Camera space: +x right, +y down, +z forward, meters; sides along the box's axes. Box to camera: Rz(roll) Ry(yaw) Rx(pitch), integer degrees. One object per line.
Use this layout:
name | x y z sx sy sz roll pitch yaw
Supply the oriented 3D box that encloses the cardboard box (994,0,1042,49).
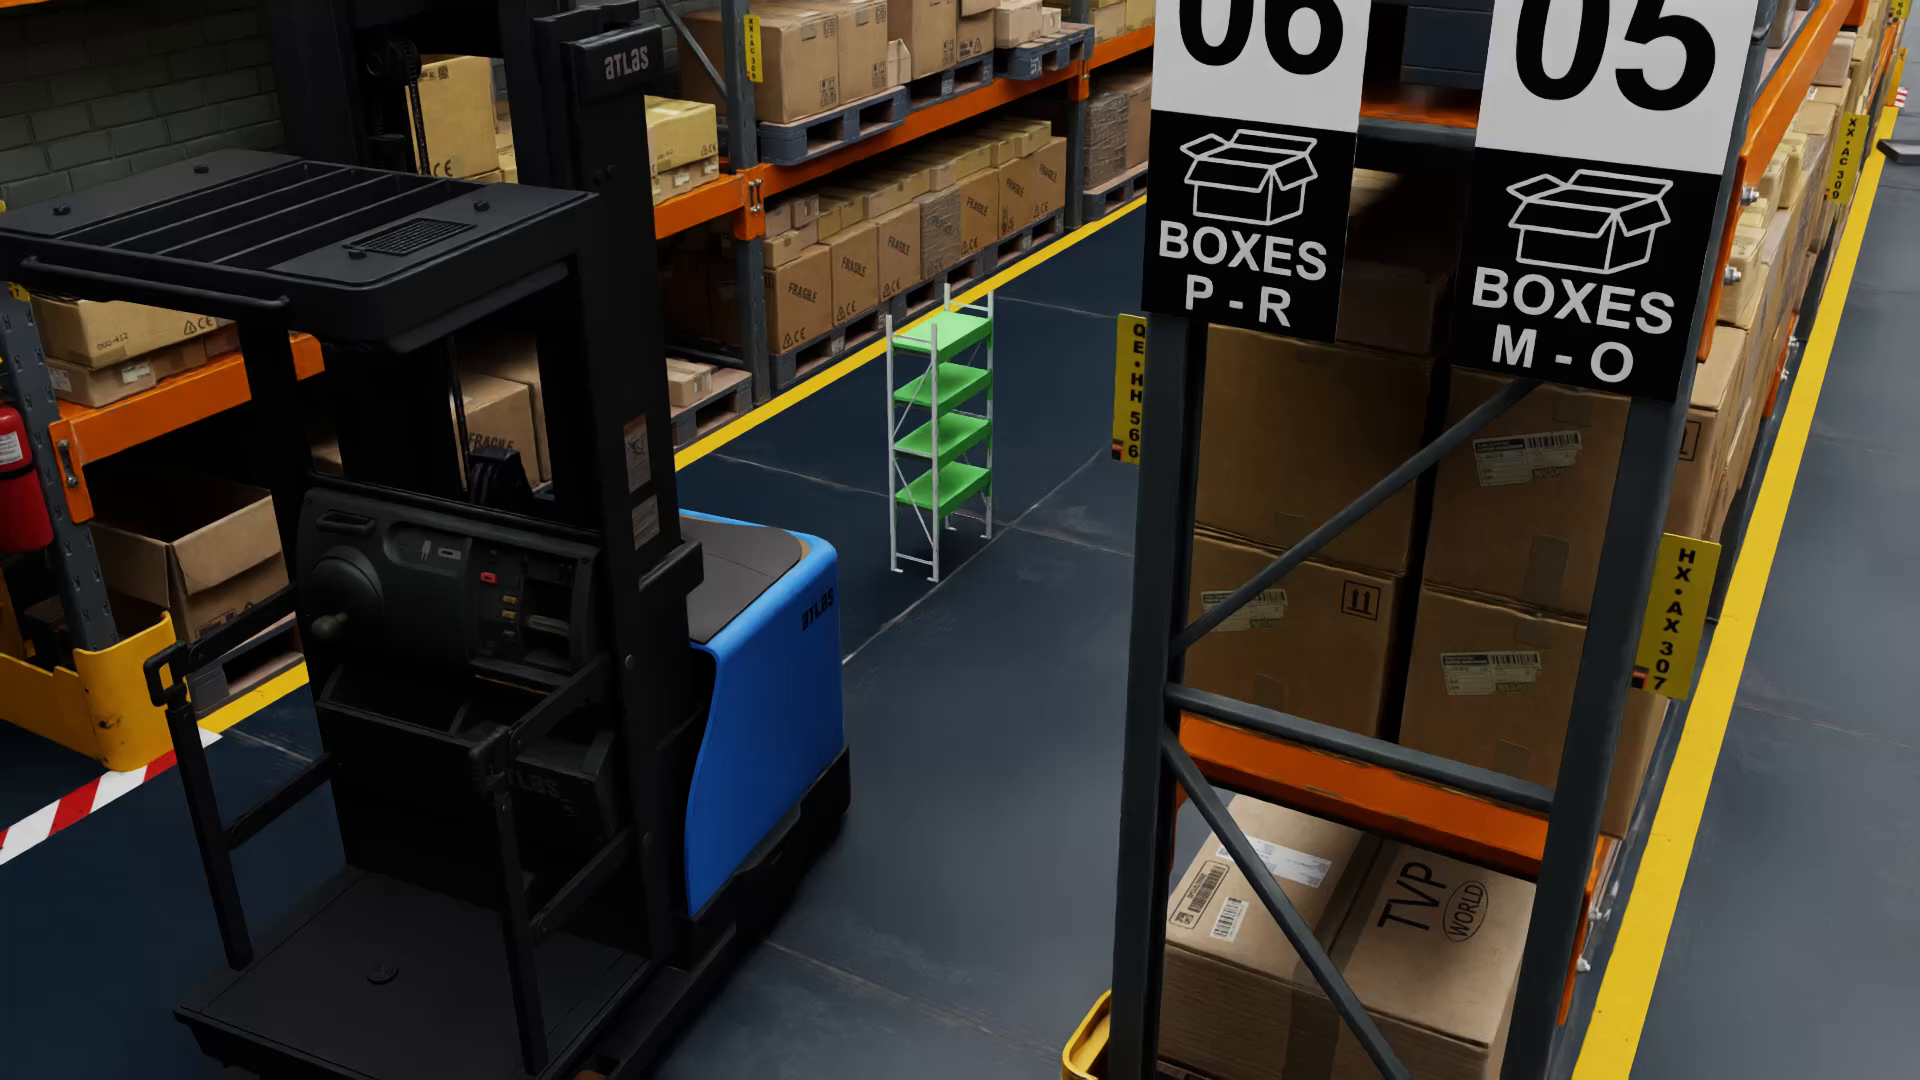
cardboard box | 0.209 -3.406 10.902 0.500 0.250 0.500 13 29 24

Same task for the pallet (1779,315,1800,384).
pallet | 4.316 -1.139 9.789 1.003 0.211 1.213 14 30 26

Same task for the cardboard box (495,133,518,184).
cardboard box | -2.051 -1.633 7.496 0.500 0.250 0.500 14 30 26

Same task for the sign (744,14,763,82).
sign | -1.046 -2.480 8.385 0.100 0.325 0.005 14 30 26

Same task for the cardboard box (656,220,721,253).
cardboard box | -1.592 -1.776 9.545 0.380 0.149 0.250 13 29 24

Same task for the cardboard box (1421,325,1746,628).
cardboard box | 1.318 -0.175 3.519 0.500 0.500 0.500 13 30 25

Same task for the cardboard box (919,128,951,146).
cardboard box | -0.289 -2.781 11.553 0.380 0.149 0.250 15 30 27

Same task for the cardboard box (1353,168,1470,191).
cardboard box | 1.153 -0.837 4.117 0.380 0.149 0.250 15 30 27

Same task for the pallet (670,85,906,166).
pallet | -1.034 -2.410 9.429 1.003 0.211 1.213 14 30 26

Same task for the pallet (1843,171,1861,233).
pallet | 6.355 -2.684 12.877 1.003 0.211 1.213 14 30 26

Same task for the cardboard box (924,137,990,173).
cardboard box | -0.021 -2.581 11.153 0.380 0.149 0.250 15 30 28

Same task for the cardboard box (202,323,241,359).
cardboard box | -2.905 -0.825 6.327 0.380 0.149 0.250 14 30 25

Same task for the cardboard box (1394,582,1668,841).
cardboard box | 1.320 0.273 3.742 0.500 0.500 0.500 14 30 26

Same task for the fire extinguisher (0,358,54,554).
fire extinguisher | -3.160 -0.290 5.481 0.296 0.674 0.183 14 30 26

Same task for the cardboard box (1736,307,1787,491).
cardboard box | 2.313 -0.524 5.334 0.500 0.500 0.500 14 30 25

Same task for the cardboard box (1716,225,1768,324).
cardboard box | 1.544 -0.612 3.667 0.380 0.149 0.250 15 30 28

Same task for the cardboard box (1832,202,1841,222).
cardboard box | 4.021 -1.755 8.072 0.500 0.250 0.500 14 30 25

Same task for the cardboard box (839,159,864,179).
cardboard box | -0.842 -2.382 10.756 0.380 0.149 0.250 13 29 24

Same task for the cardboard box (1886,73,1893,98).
cardboard box | 8.529 -4.369 15.729 0.500 0.250 0.500 14 30 26

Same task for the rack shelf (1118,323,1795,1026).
rack shelf | 1.817 -0.016 5.235 1.077 0.370 4.000 14 30 26

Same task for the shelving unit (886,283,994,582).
shelving unit | -0.081 -0.472 7.353 0.258 1.200 0.503 14 30 26

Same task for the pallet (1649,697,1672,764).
pallet | 2.359 0.409 6.698 1.003 0.211 1.213 14 30 26

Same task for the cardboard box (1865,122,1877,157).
cardboard box | 7.262 -3.364 13.721 0.500 0.250 0.500 13 29 24

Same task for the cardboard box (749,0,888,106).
cardboard box | -0.835 -2.783 9.377 0.700 0.500 0.500 15 30 27

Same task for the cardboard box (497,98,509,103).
cardboard box | -2.001 -2.141 8.512 0.500 0.250 0.500 14 30 26

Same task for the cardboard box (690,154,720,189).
cardboard box | -1.459 -1.917 8.509 0.380 0.149 0.250 15 30 27

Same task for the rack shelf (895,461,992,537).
rack shelf | -0.081 -0.200 7.489 0.258 0.148 0.480 14 30 26

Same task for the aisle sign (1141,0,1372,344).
aisle sign | 0.528 -0.761 3.015 0.394 0.787 0.004 14 30 26

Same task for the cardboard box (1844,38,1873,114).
cardboard box | 3.268 -1.717 6.601 0.500 0.500 0.500 15 30 27

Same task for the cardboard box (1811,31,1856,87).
cardboard box | 2.927 -1.709 5.860 0.380 0.149 0.250 14 30 25

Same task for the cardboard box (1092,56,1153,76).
cardboard box | 1.410 -3.653 13.879 0.875 0.625 0.625 13 29 24

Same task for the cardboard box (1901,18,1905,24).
cardboard box | 8.158 -4.651 14.729 0.380 0.149 0.250 16 31 28

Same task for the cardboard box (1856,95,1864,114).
cardboard box | 4.014 -1.981 7.965 0.500 0.250 0.500 13 29 25

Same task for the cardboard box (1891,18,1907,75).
cardboard box | 8.284 -4.514 15.181 0.500 0.500 0.500 15 30 28

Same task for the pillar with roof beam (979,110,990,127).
pillar with roof beam | 4.050 -6.209 10.101 9.100 9.000 0.400 14 30 26

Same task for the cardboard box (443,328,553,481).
cardboard box | -2.141 -0.667 8.054 0.700 0.500 0.500 13 29 24

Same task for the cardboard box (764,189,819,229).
cardboard box | -1.028 -1.895 9.451 0.380 0.149 0.250 13 29 24

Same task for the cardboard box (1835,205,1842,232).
cardboard box | 5.412 -2.196 11.253 0.950 0.372 0.625 14 30 25

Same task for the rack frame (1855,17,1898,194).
rack frame | 6.737 -4.235 12.859 1.000 3.000 0.127 14 30 26

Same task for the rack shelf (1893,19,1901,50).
rack shelf | 7.721 -4.693 14.578 1.077 0.370 4.000 14 30 26

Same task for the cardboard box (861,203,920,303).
cardboard box | -0.585 -1.821 10.360 0.500 0.500 0.500 13 29 25

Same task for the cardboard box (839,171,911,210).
cardboard box | -0.526 -2.173 10.338 0.380 0.149 0.250 15 30 28

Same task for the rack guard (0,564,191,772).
rack guard | -3.452 0.438 6.316 1.175 0.500 0.348 14 30 26

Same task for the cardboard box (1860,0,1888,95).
cardboard box | 4.247 -2.515 8.195 0.500 0.500 0.500 14 30 26

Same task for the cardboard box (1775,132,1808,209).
cardboard box | 2.049 -1.013 4.469 0.380 0.149 0.250 13 30 25

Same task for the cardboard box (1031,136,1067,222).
cardboard box | 0.425 -2.626 11.968 0.500 0.500 0.500 15 30 28

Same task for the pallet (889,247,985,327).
pallet | -0.556 -1.765 11.039 1.003 0.211 1.213 14 30 26

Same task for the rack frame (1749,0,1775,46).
rack frame | 0.834 -2.241 2.174 1.000 3.000 0.127 14 30 26

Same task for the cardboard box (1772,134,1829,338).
cardboard box | 2.311 -0.968 5.104 0.500 0.500 0.500 15 30 27

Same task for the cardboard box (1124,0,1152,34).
cardboard box | 1.129 -4.015 12.587 0.500 0.250 0.500 14 30 25

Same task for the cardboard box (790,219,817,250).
cardboard box | -1.045 -1.775 9.544 0.380 0.149 0.250 13 30 25

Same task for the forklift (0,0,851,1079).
forklift | -1.429 0.164 4.148 1.130 2.935 3.031 11 29 21
